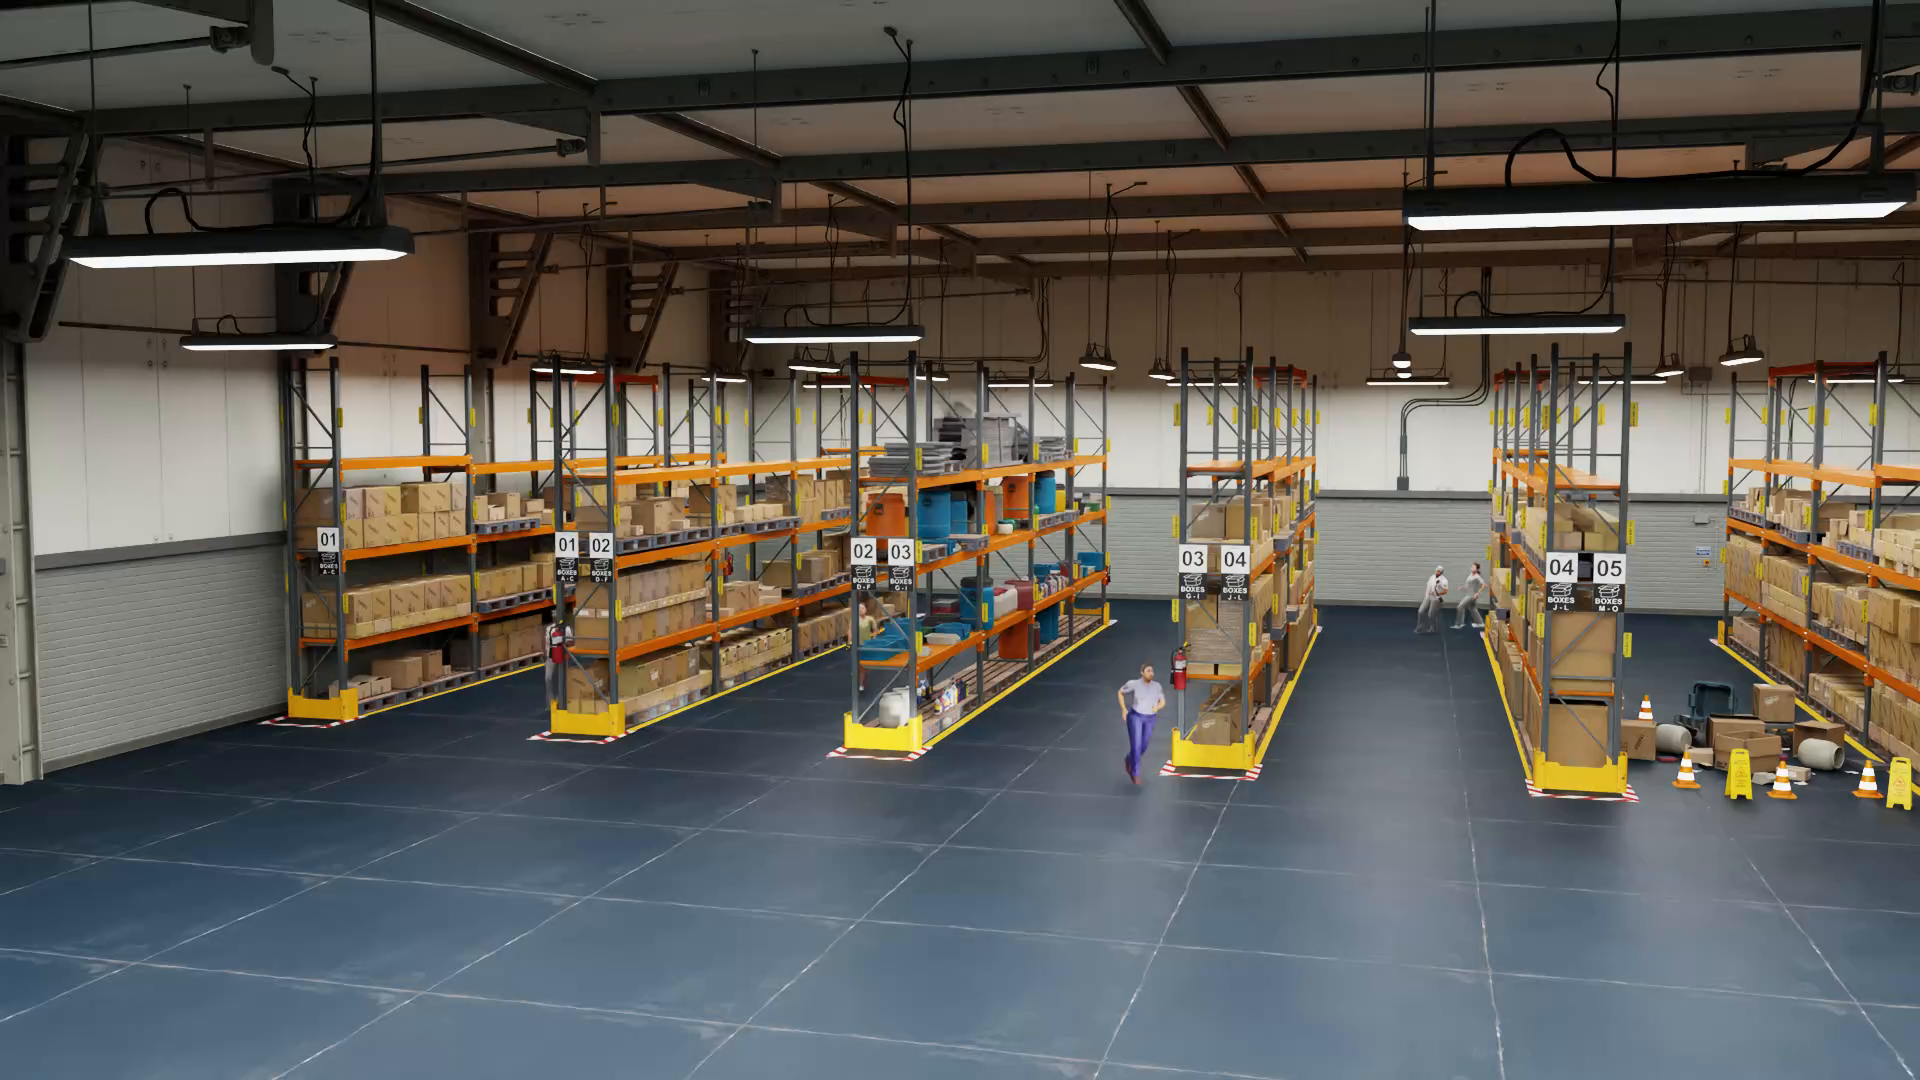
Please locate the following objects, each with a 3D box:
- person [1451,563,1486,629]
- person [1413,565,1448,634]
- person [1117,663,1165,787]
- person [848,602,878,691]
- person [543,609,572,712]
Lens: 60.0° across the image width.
[{"bbox_3d":[12.014,1.325,39.308,0.774,1.624,0.716,1,4,18],"label":"person"},{"bbox_3d":[10.954,1.398,38.474,0.576,1.655,0.766,-3,5,-37],"label":"person"},{"bbox_3d":[2.515,2.537,22.982,0.631,1.677,0.825,-1,4,-16],"label":"person"},{"bbox_3d":[-1.792,1.945,30.698,0.554,1.621,0.622,0,4,4],"label":"person"},{"bbox_3d":[-6.933,2.055,28.636,0.547,1.756,0.777,0,4,2],"label":"person"}]
